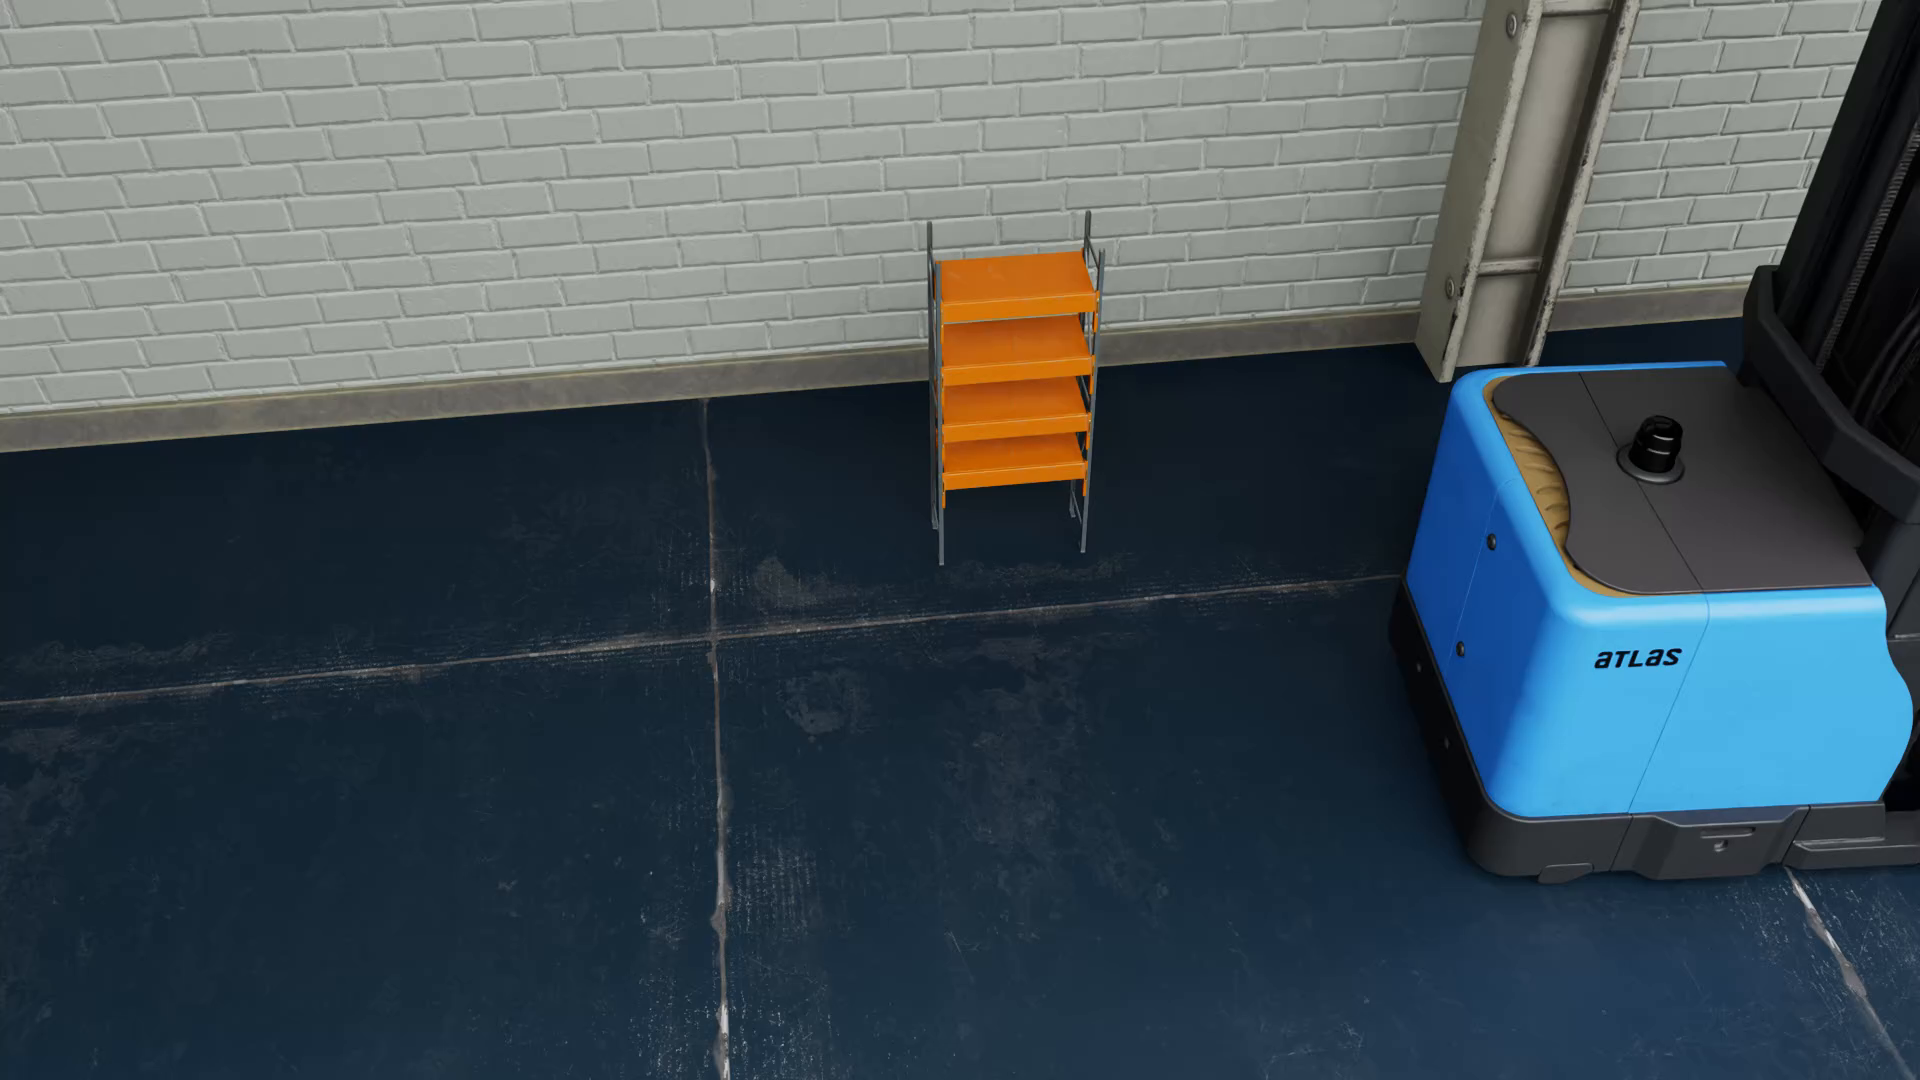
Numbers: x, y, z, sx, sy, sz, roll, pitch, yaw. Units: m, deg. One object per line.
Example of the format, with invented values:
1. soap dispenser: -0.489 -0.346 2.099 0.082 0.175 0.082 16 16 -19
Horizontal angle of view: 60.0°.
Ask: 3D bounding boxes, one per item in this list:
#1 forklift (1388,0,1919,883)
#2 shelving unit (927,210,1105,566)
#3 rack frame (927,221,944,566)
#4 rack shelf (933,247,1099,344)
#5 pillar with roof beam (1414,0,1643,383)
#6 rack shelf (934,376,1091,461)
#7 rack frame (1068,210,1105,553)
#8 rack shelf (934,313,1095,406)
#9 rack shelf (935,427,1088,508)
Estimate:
1. forklift: 2.906 -0.511 4.128 3.031 2.935 1.130 -2 42 -3
2. shelving unit: 0.164 -0.460 5.364 0.503 1.200 0.258 -5 42 -6
3. rack frame: -0.078 -0.439 5.341 0.015 1.200 0.240 -5 42 -6
4. rack shelf: 0.164 -0.752 5.101 0.480 0.148 0.258 -5 42 -6
5. pillar with roof beam: 2.581 -1.210 0.373 0.400 9.000 9.100 -5 42 -6
6. rack shelf: 0.164 -0.410 5.409 0.480 0.148 0.258 -5 42 -6
7. rack frame: 0.406 -0.481 5.388 0.015 1.200 0.240 -5 42 -6
8. rack shelf: 0.164 -0.576 5.259 0.480 0.148 0.258 -5 42 -6
9. rack shelf: 0.164 -0.263 5.542 0.480 0.148 0.258 -5 42 -6
